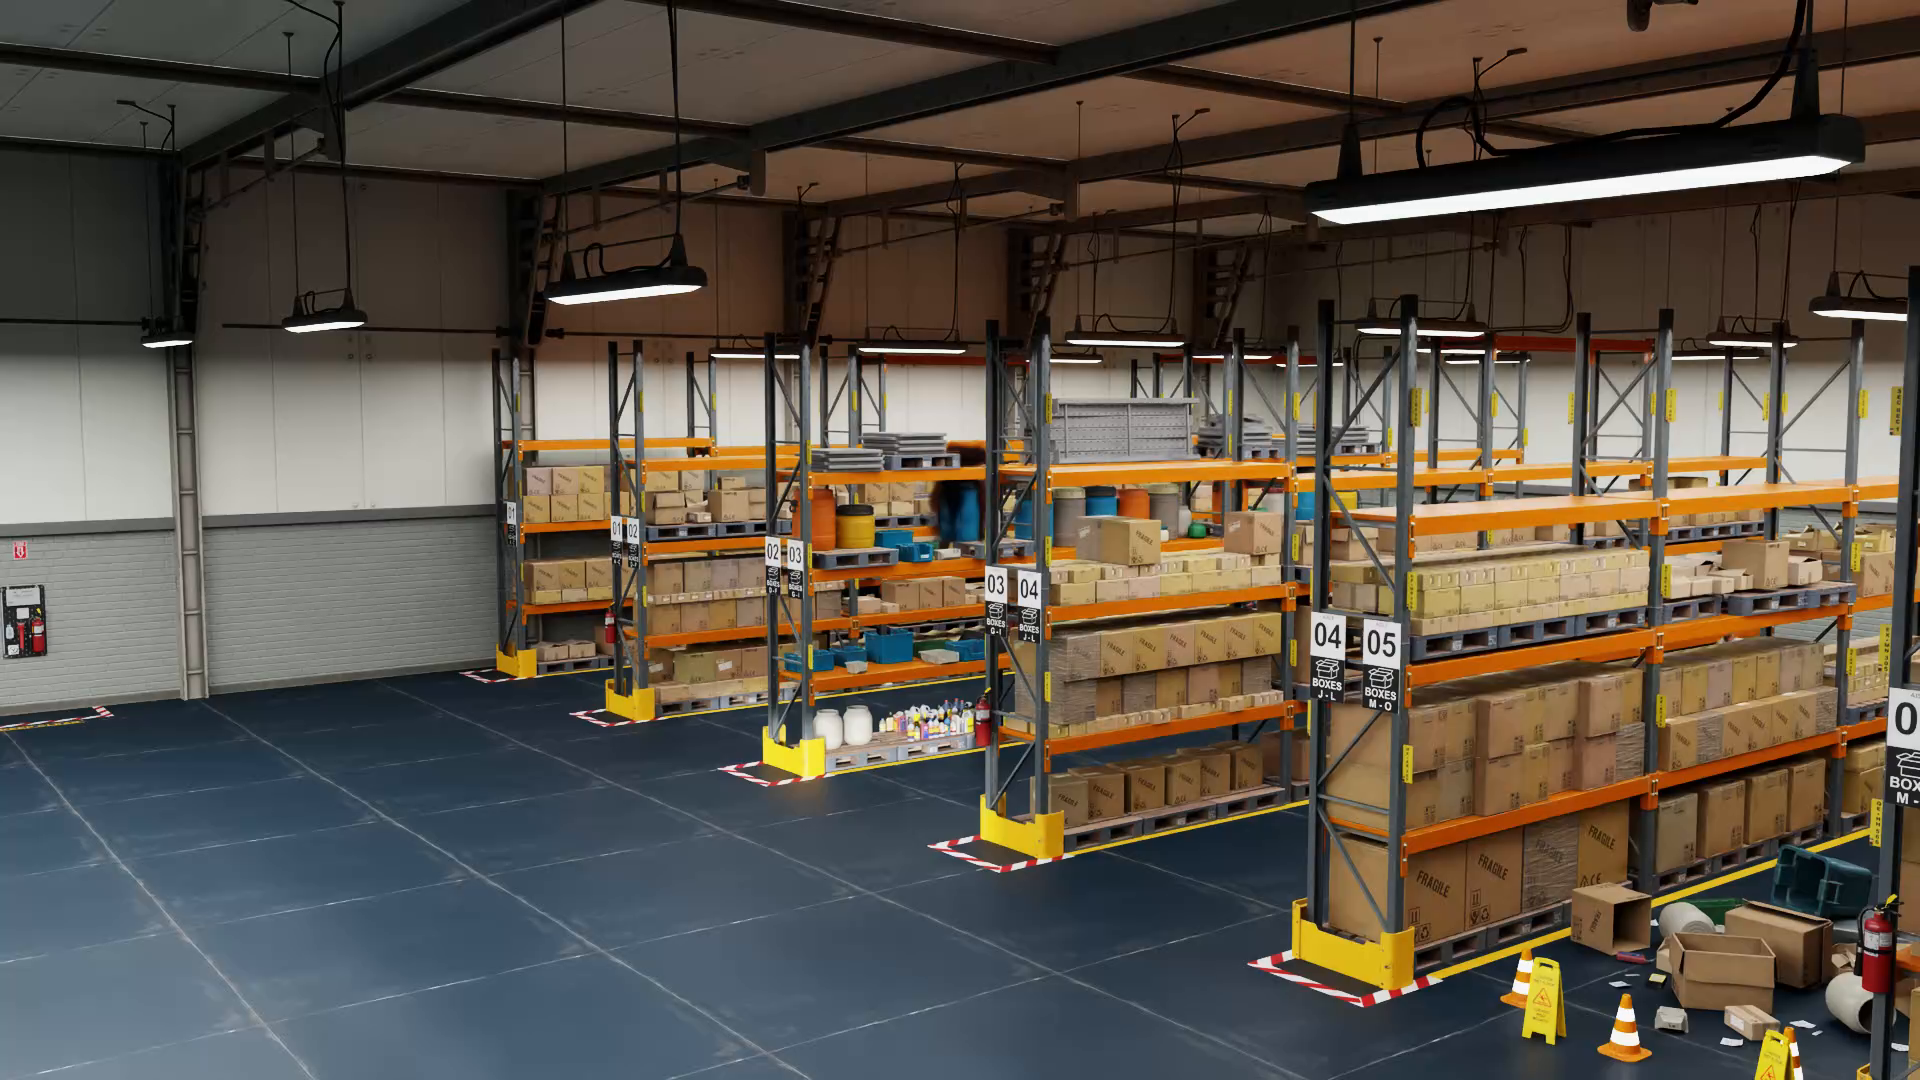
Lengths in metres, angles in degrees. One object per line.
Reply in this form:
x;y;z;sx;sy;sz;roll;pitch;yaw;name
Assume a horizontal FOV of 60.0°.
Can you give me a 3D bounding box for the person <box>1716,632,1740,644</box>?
11.548;2.069;25.127;0.975;1.743;0.641;-4;6;-39;person
